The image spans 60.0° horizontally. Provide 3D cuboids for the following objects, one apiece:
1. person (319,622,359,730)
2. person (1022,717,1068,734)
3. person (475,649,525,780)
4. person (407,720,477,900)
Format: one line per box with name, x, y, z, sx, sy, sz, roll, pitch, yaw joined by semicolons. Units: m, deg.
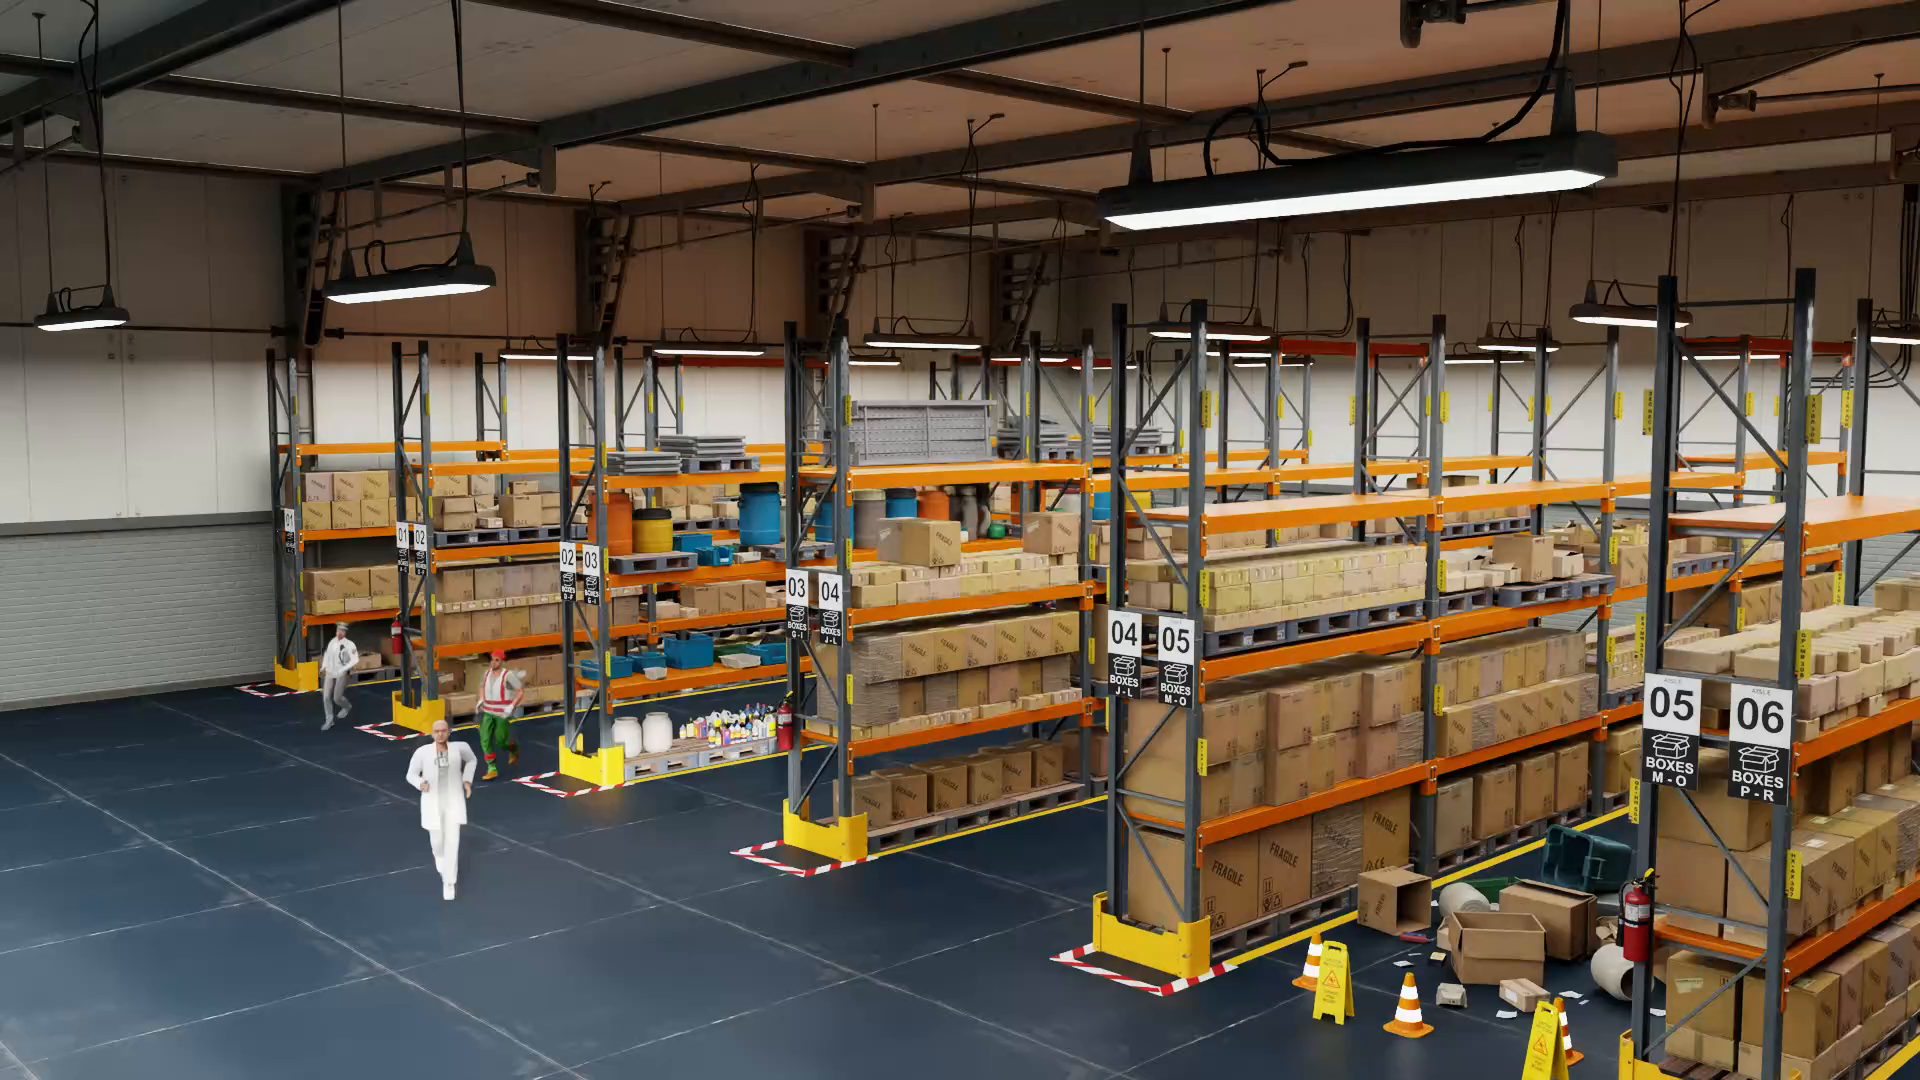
person;-9.695;2.099;26.039;0.655;1.677;0.699;1;5;11
person;1.312;2.039;25.573;0.645;1.783;0.906;4;6;40
person;-6.240;2.346;22.605;0.697;1.751;0.748;1;5;16
person;-5.416;2.768;17.425;0.710;1.790;1.043;-2;5;-17
